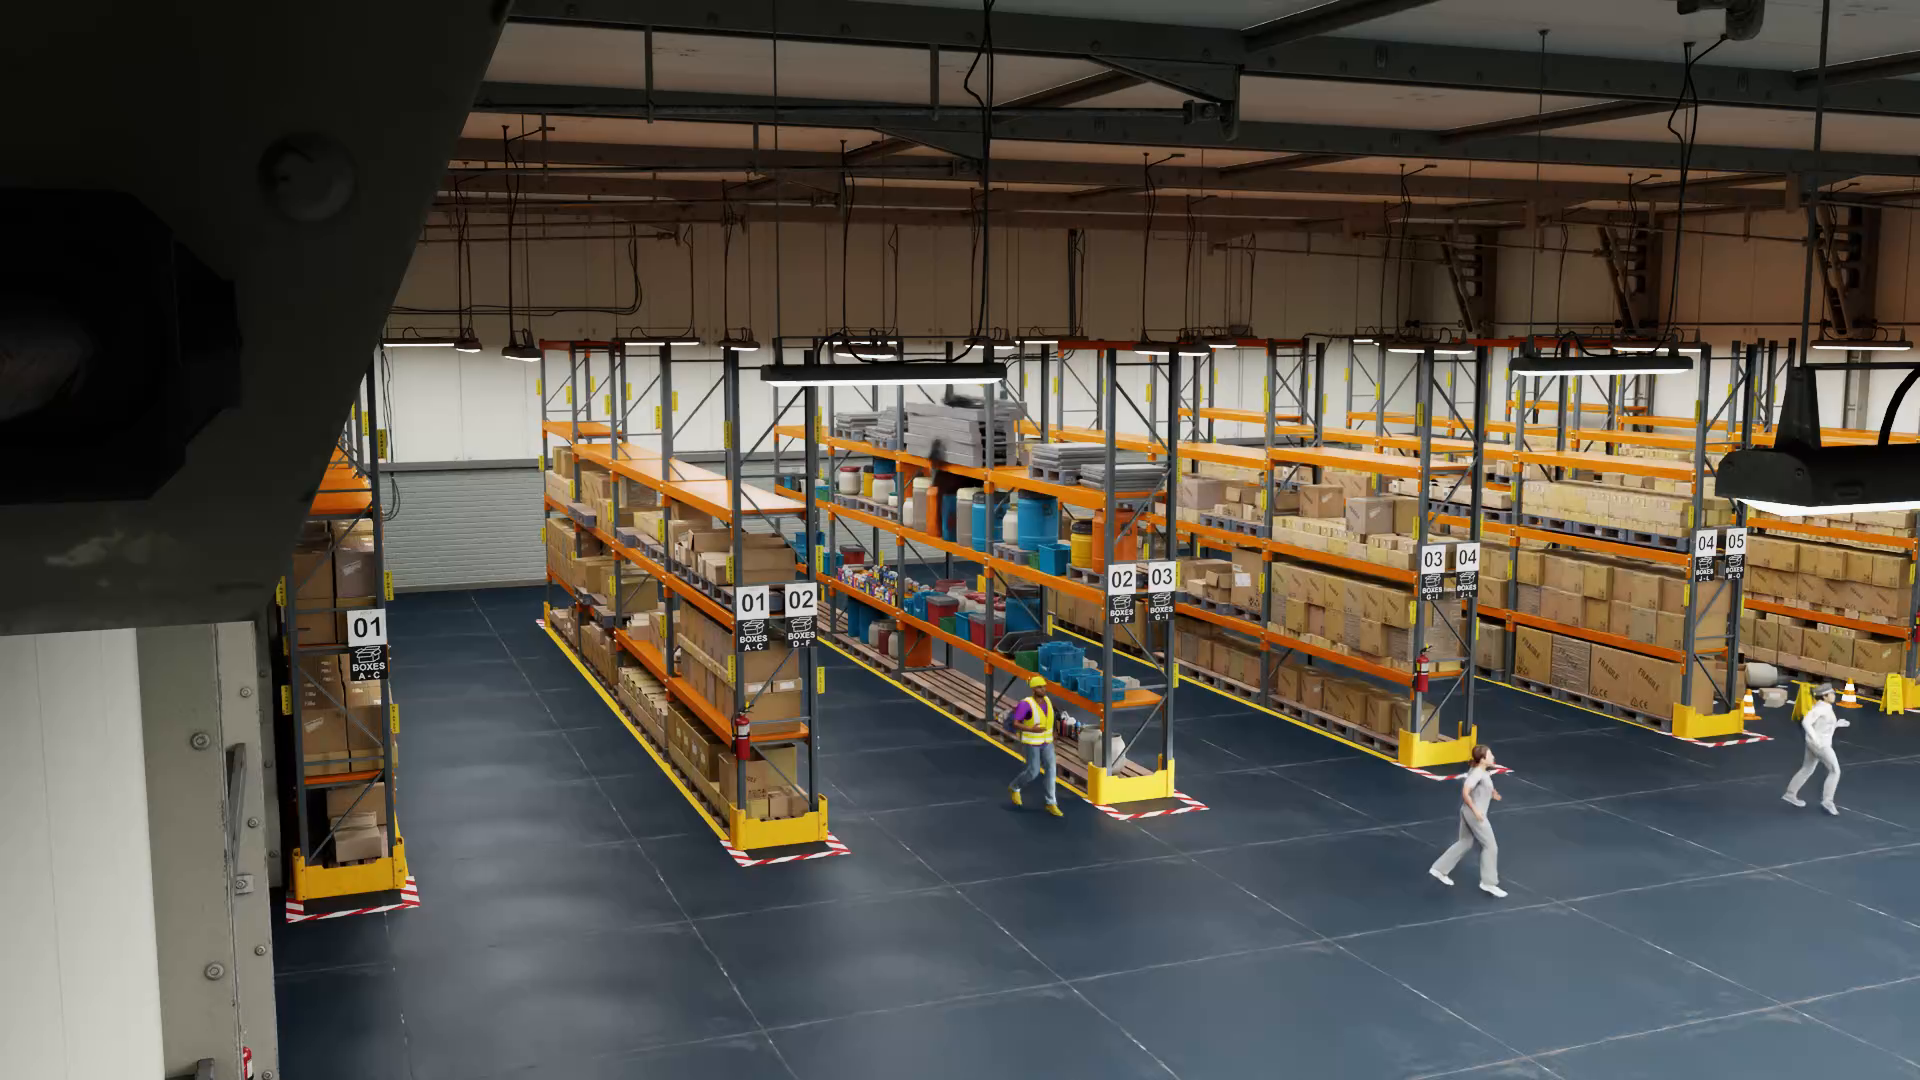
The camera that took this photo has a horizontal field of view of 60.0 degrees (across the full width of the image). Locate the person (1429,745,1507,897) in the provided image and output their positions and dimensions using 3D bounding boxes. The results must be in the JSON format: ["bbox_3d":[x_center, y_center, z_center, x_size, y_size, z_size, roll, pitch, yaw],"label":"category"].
[{"bbox_3d":[5.672,3.099,18.514,0.840,1.702,0.565,1,7,6],"label":"person"}]

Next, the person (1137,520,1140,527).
[{"bbox_3d":[4.115,0.341,39.495,0.776,1.746,0.874,1,7,6],"label":"person"}]

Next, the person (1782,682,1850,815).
[{"bbox_3d":[11.155,2.703,21.639,0.736,1.761,0.580,2,8,15],"label":"person"}]

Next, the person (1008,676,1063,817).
[{"bbox_3d":[0.996,2.654,21.599,0.710,1.788,0.864,-6,9,-37],"label":"person"}]
